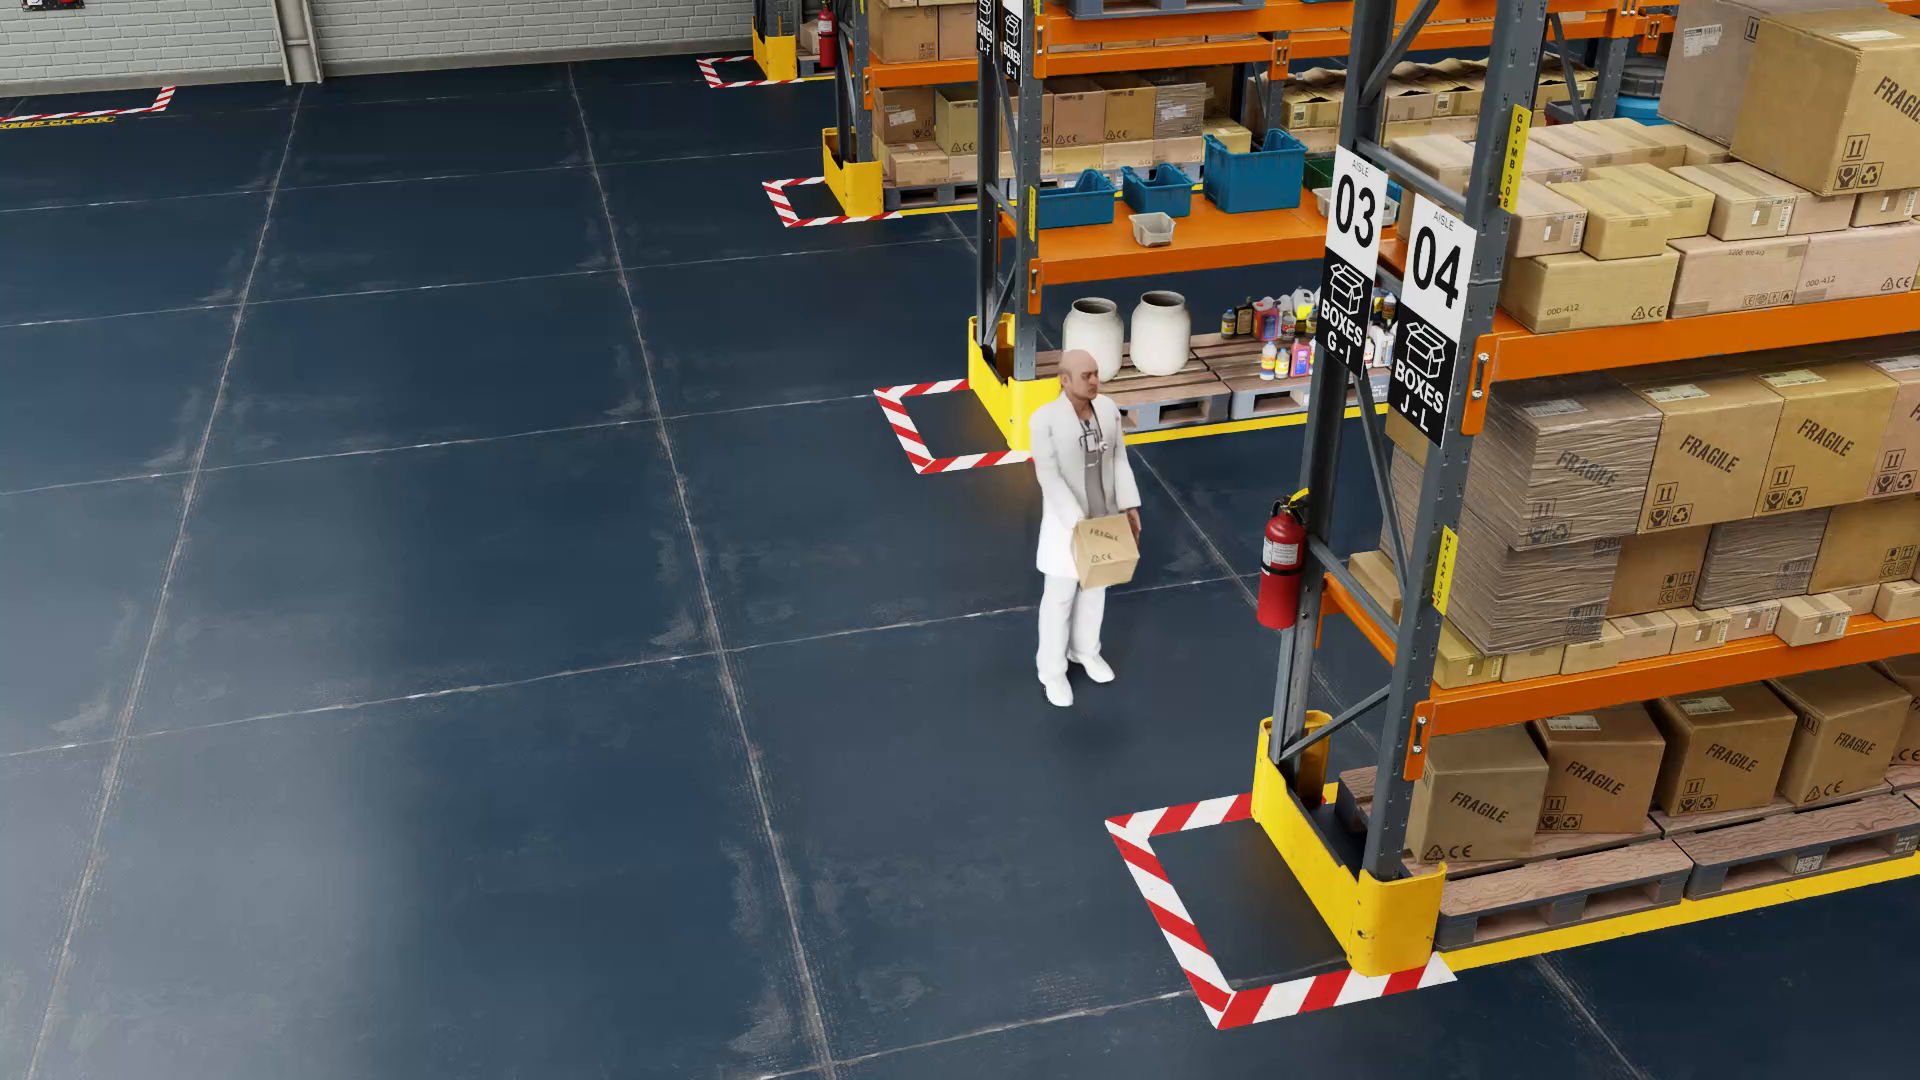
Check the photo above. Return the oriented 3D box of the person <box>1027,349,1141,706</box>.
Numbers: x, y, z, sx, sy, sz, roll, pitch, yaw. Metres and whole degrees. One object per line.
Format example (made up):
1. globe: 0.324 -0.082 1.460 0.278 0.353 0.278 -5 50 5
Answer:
1. person: 0.628 -0.073 8.376 0.594 1.781 0.511 -19 35 -29
